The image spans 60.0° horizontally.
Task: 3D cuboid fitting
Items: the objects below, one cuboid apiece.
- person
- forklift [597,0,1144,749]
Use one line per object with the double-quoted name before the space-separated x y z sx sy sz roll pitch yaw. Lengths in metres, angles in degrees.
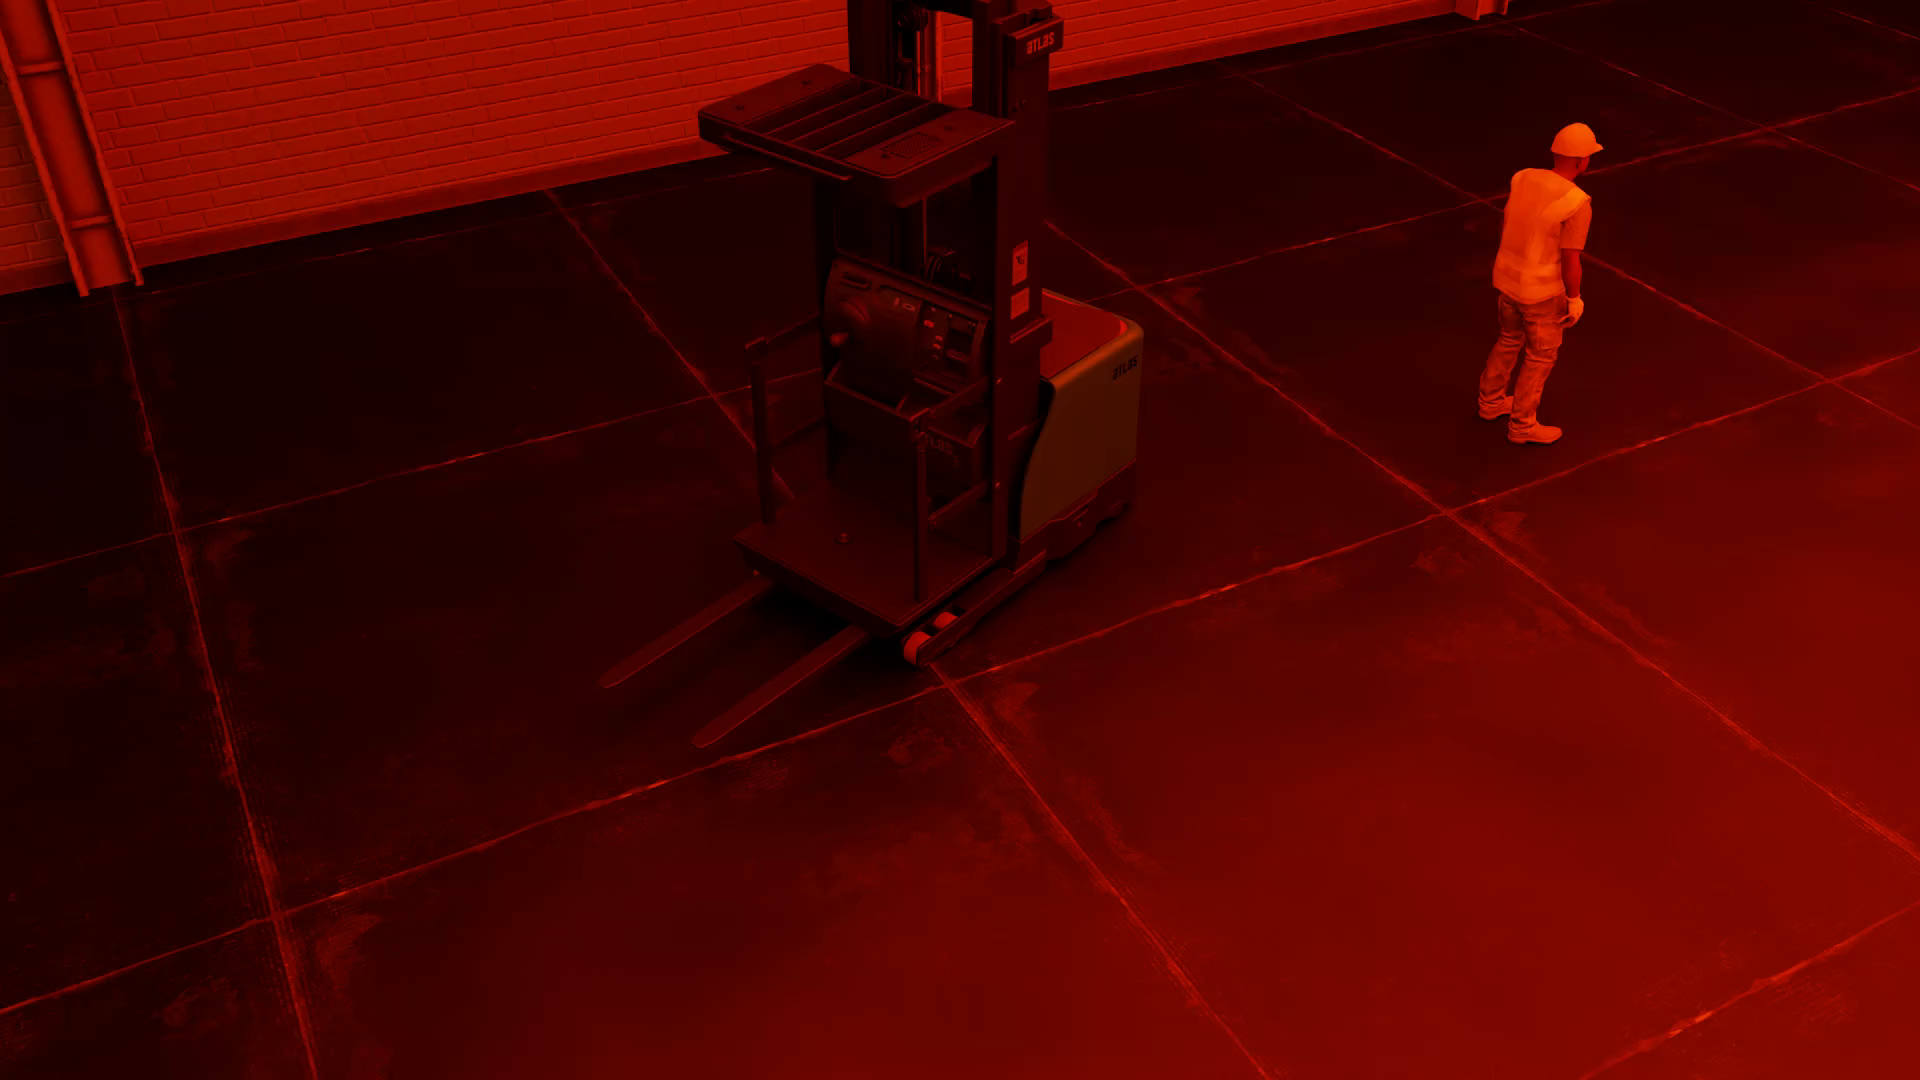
"person" 3.168 -1.408 9.120 0.448 1.774 0.628 -13 37 -18
"forklift" -0.390 -0.927 7.434 1.130 2.935 3.031 26 43 31
